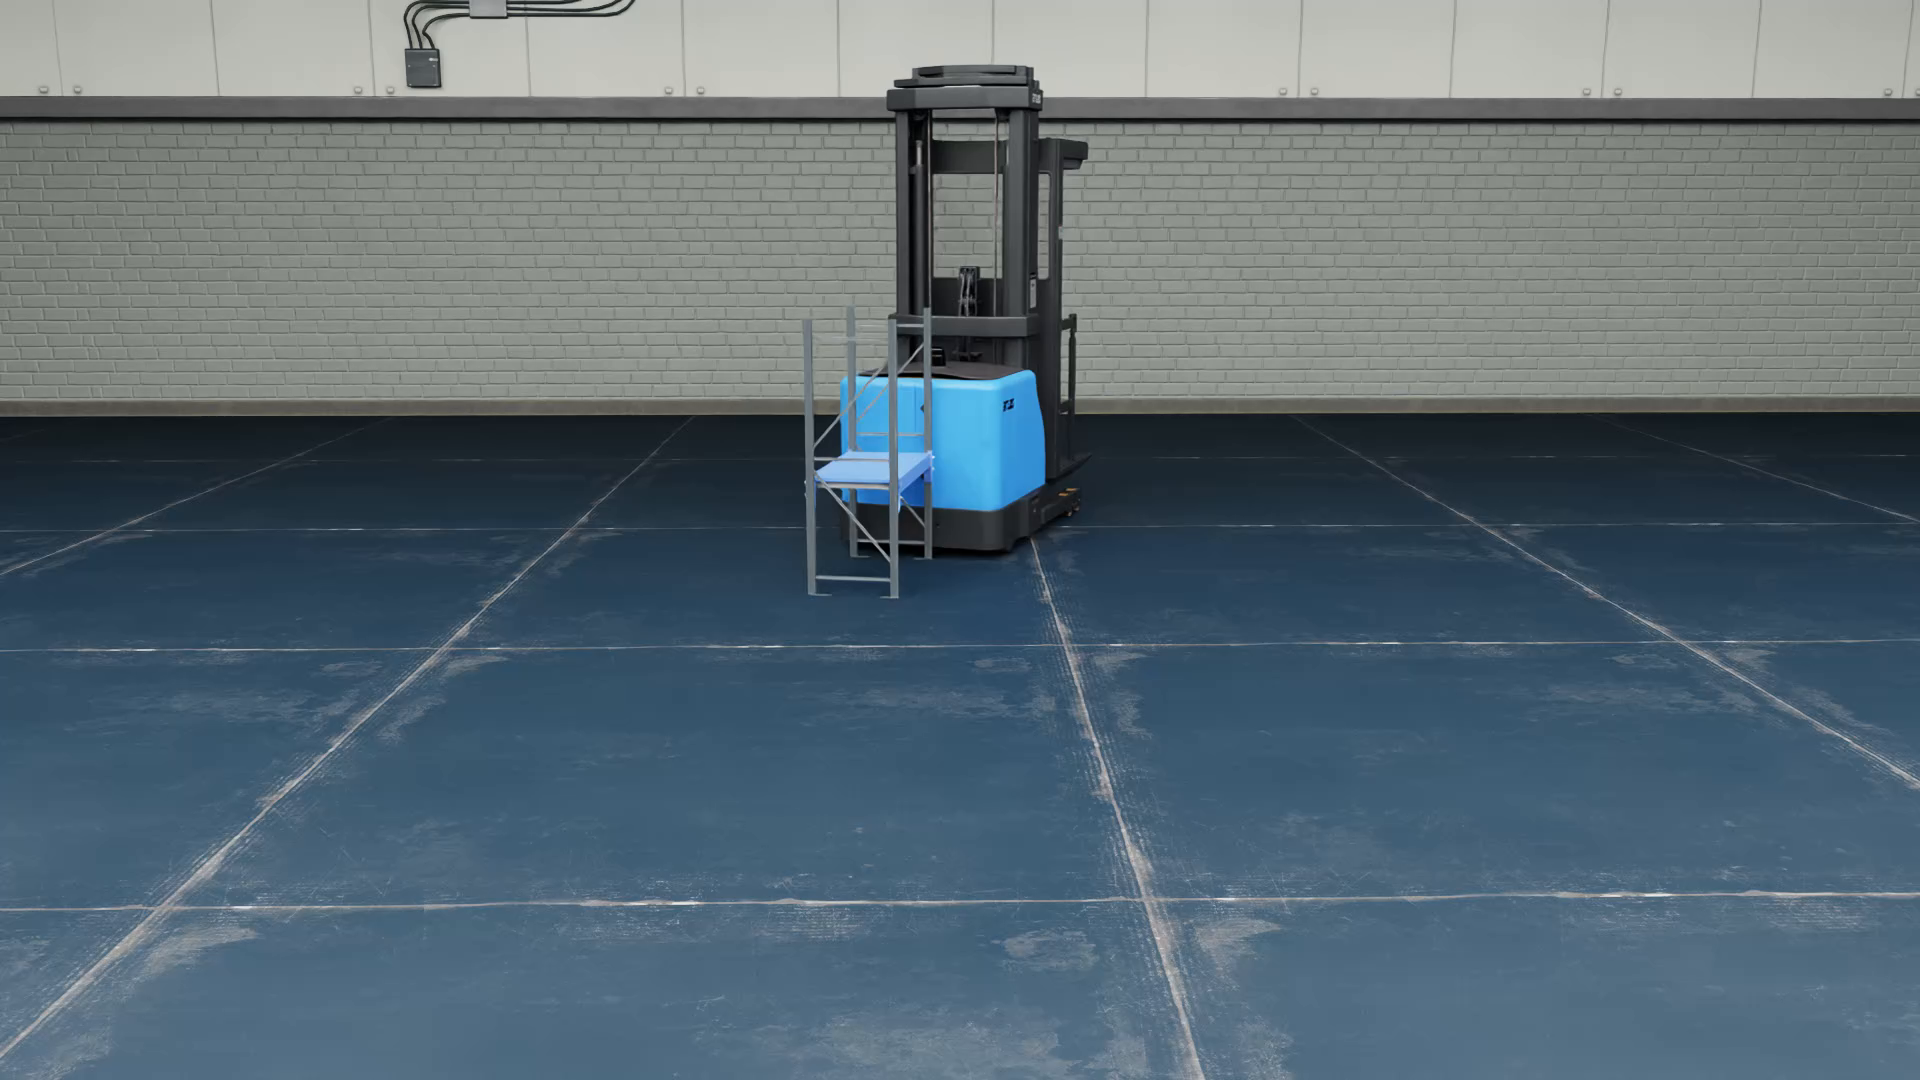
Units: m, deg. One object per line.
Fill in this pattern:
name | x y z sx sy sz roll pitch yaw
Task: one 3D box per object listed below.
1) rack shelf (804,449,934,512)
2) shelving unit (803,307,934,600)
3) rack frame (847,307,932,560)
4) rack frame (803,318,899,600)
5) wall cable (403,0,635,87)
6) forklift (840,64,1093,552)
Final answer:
rack shelf | -0.497 -0.347 9.404 0.538 0.185 1.000 2 12 9
shelving unit | -0.497 -0.524 9.368 0.538 1.500 1.048 2 12 9
rack frame | -0.415 -0.623 9.860 0.500 1.500 0.032 2 12 9
rack frame | -0.578 -0.424 8.876 0.500 1.500 0.032 2 12 9
wall cable | -4.175 -7.324 15.476 2.305 6.003 0.169 0 11 -1
forklift | 0.212 -1.615 11.150 1.130 2.935 3.031 4 12 18
